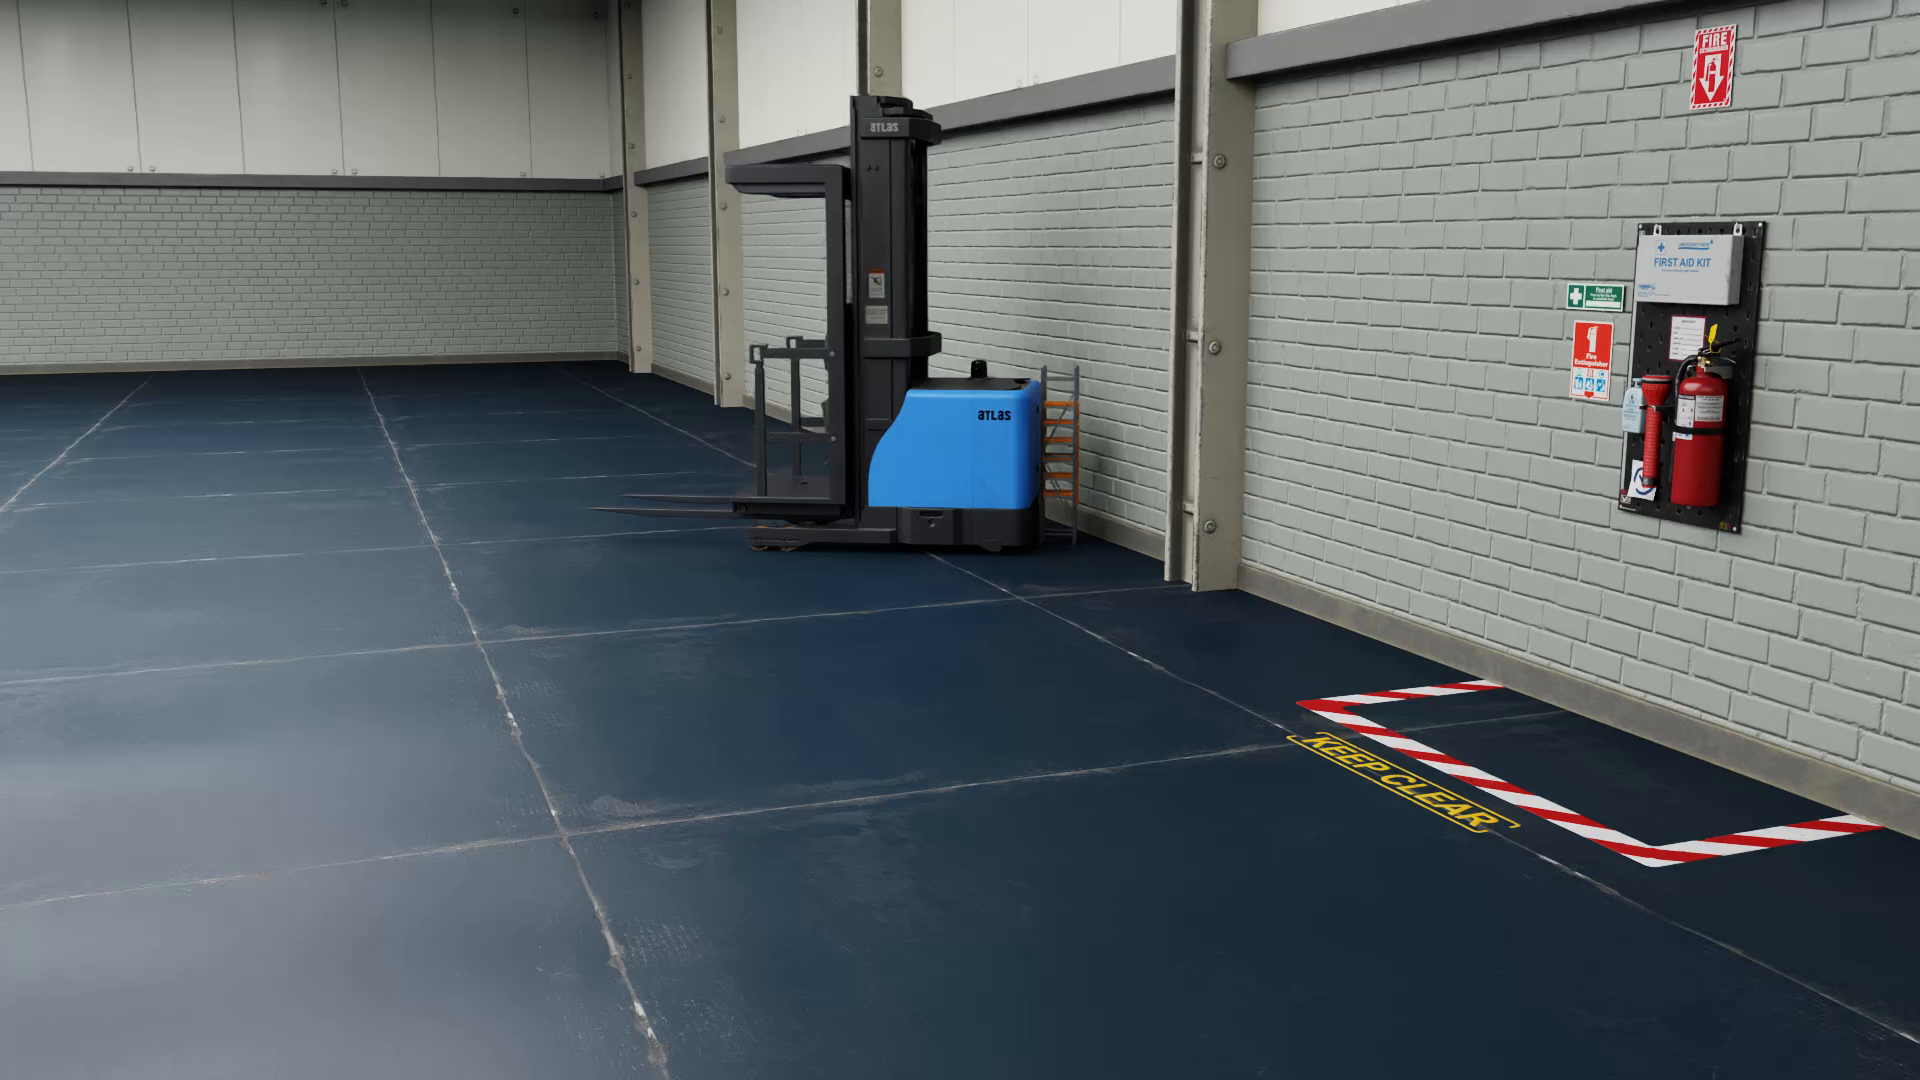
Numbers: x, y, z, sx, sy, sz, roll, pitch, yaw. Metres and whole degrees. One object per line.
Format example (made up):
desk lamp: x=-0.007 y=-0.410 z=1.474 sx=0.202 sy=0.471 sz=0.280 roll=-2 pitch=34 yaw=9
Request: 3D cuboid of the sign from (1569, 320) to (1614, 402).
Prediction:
sign: x=2.662 y=-0.757 z=7.011 sx=0.001 sy=0.329 sz=0.234 roll=-4 pitch=11 yaw=-21

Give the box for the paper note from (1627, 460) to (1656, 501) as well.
paper note: x=2.766 y=-0.243 z=6.735 sx=0.016 sy=0.148 sz=0.142 roll=-4 pitch=11 yaw=-21

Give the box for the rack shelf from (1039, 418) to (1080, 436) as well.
rack shelf: x=0.668 y=-0.756 z=11.128 sx=0.258 sy=0.103 sz=0.180 roll=1 pitch=10 yaw=8

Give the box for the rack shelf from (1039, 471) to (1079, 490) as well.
rack shelf: x=0.668 y=-0.402 z=11.191 sx=0.258 sy=0.103 sz=0.180 roll=1 pitch=10 yaw=8

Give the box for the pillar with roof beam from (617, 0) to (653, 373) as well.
pillar with roof beam: x=-9.084 y=-6.835 z=24.151 sx=9.100 sy=9.000 sz=0.400 roll=-4 pitch=11 yaw=-21

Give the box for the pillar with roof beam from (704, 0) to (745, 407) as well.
pillar with roof beam: x=-6.909 y=-5.856 z=18.645 sx=9.100 sy=9.000 sz=0.400 roll=-4 pitch=11 yaw=-21

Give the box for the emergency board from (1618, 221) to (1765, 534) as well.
emergency board: x=2.766 y=-0.643 z=6.470 sx=0.194 sy=1.169 sz=0.643 roll=-4 pitch=11 yaw=-21

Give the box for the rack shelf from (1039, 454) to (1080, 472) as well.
rack shelf: x=0.668 y=-0.520 z=11.170 sx=0.258 sy=0.103 sz=0.180 roll=1 pitch=10 yaw=8

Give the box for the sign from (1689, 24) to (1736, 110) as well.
sign: x=2.856 y=-1.792 z=6.310 sx=0.001 sy=0.298 sz=0.199 roll=-4 pitch=11 yaw=-21

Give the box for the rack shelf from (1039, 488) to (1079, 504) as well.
rack shelf: x=0.668 y=-0.284 z=11.212 sx=0.258 sy=0.103 sz=0.180 roll=1 pitch=10 yaw=8

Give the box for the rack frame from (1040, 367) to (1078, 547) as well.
rack frame: x=0.655 y=-0.548 z=11.073 sx=0.240 sy=1.200 sz=0.006 roll=1 pitch=10 yaw=8

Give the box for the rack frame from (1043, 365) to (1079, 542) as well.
rack frame: x=0.681 y=-0.579 z=11.251 sx=0.240 sy=1.200 sz=0.006 roll=1 pitch=10 yaw=8

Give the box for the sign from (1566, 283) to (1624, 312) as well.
sign: x=2.655 y=-1.017 z=6.958 sx=0.001 sy=0.109 sz=0.331 roll=-4 pitch=11 yaw=-21

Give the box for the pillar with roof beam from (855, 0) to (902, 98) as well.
pillar with roof beam: x=-4.735 y=-4.876 z=13.139 sx=9.100 sy=9.000 sz=0.400 roll=-4 pitch=11 yaw=-21

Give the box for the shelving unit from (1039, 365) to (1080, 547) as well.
shelving unit: x=0.668 y=-0.564 z=11.162 sx=0.258 sy=1.200 sz=0.189 roll=1 pitch=10 yaw=8

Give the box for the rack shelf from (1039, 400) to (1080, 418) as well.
rack shelf: x=0.668 y=-0.874 z=11.107 sx=0.258 sy=0.103 sz=0.180 roll=1 pitch=10 yaw=8

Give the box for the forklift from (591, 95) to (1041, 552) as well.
forklift: x=-0.977 y=-1.458 z=11.249 sx=3.031 sy=2.935 sz=1.130 roll=1 pitch=10 yaw=8

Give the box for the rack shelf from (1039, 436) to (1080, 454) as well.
rack shelf: x=0.668 y=-0.638 z=11.149 sx=0.258 sy=0.103 sz=0.180 roll=1 pitch=10 yaw=8

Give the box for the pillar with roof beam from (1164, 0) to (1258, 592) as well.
pillar with roof beam: x=-2.561 y=-3.897 z=7.634 sx=9.100 sy=9.000 sz=0.400 roll=-4 pitch=11 yaw=-21
